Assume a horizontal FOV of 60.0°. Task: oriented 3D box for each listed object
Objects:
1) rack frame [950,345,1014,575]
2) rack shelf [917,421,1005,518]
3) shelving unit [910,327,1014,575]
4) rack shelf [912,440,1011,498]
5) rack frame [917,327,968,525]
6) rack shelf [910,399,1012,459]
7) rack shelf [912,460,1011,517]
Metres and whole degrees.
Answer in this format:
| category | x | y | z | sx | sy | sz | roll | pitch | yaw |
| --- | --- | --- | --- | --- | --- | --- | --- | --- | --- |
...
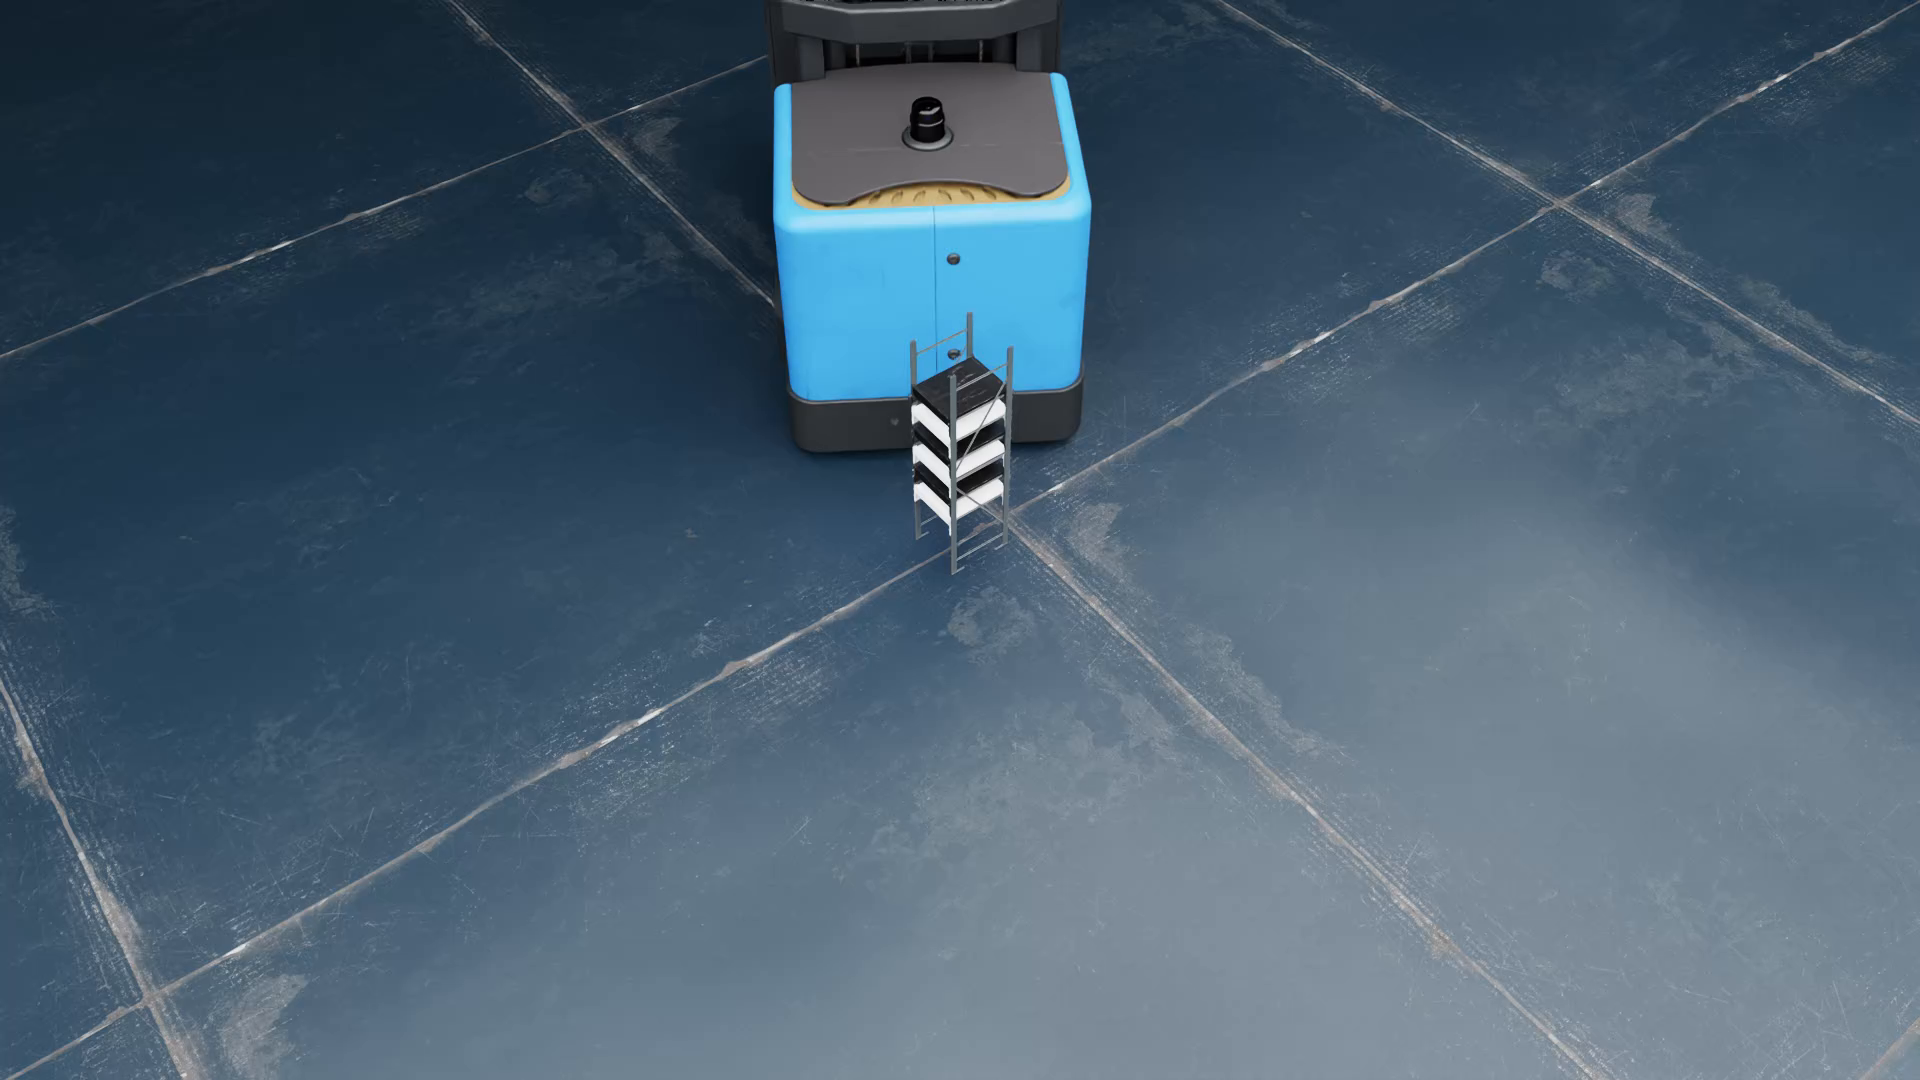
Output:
| category | x | y | z | sx | sy | sz | roll | pitch | yaw |
| --- | --- | --- | --- | --- | --- | --- | --- | --- | --- |
| rack frame | 0.066 | -0.237 | 5.358 | 0.240 | 0.900 | 0.006 | -29 | 54 | -24 |
| rack shelf | 0.005 | -0.264 | 5.450 | 0.221 | 0.281 | 0.190 | -29 | 54 | -24 |
| shelving unit | 0.005 | -0.297 | 5.412 | 0.258 | 0.900 | 0.208 | -29 | 54 | -24 |
| rack shelf | 0.005 | -0.275 | 5.437 | 0.258 | 0.077 | 0.200 | -29 | 54 | -24 |
| rack frame | -0.057 | -0.357 | 5.466 | 0.228 | 0.785 | 0.003 | -29 | 54 | -24 |
| rack shelf | 0.005 | -0.396 | 5.304 | 0.258 | 0.077 | 0.200 | -29 | 54 | -24 |
| rack shelf | 0.005 | -0.215 | 5.504 | 0.258 | 0.077 | 0.200 | -29 | 54 | -24 |
